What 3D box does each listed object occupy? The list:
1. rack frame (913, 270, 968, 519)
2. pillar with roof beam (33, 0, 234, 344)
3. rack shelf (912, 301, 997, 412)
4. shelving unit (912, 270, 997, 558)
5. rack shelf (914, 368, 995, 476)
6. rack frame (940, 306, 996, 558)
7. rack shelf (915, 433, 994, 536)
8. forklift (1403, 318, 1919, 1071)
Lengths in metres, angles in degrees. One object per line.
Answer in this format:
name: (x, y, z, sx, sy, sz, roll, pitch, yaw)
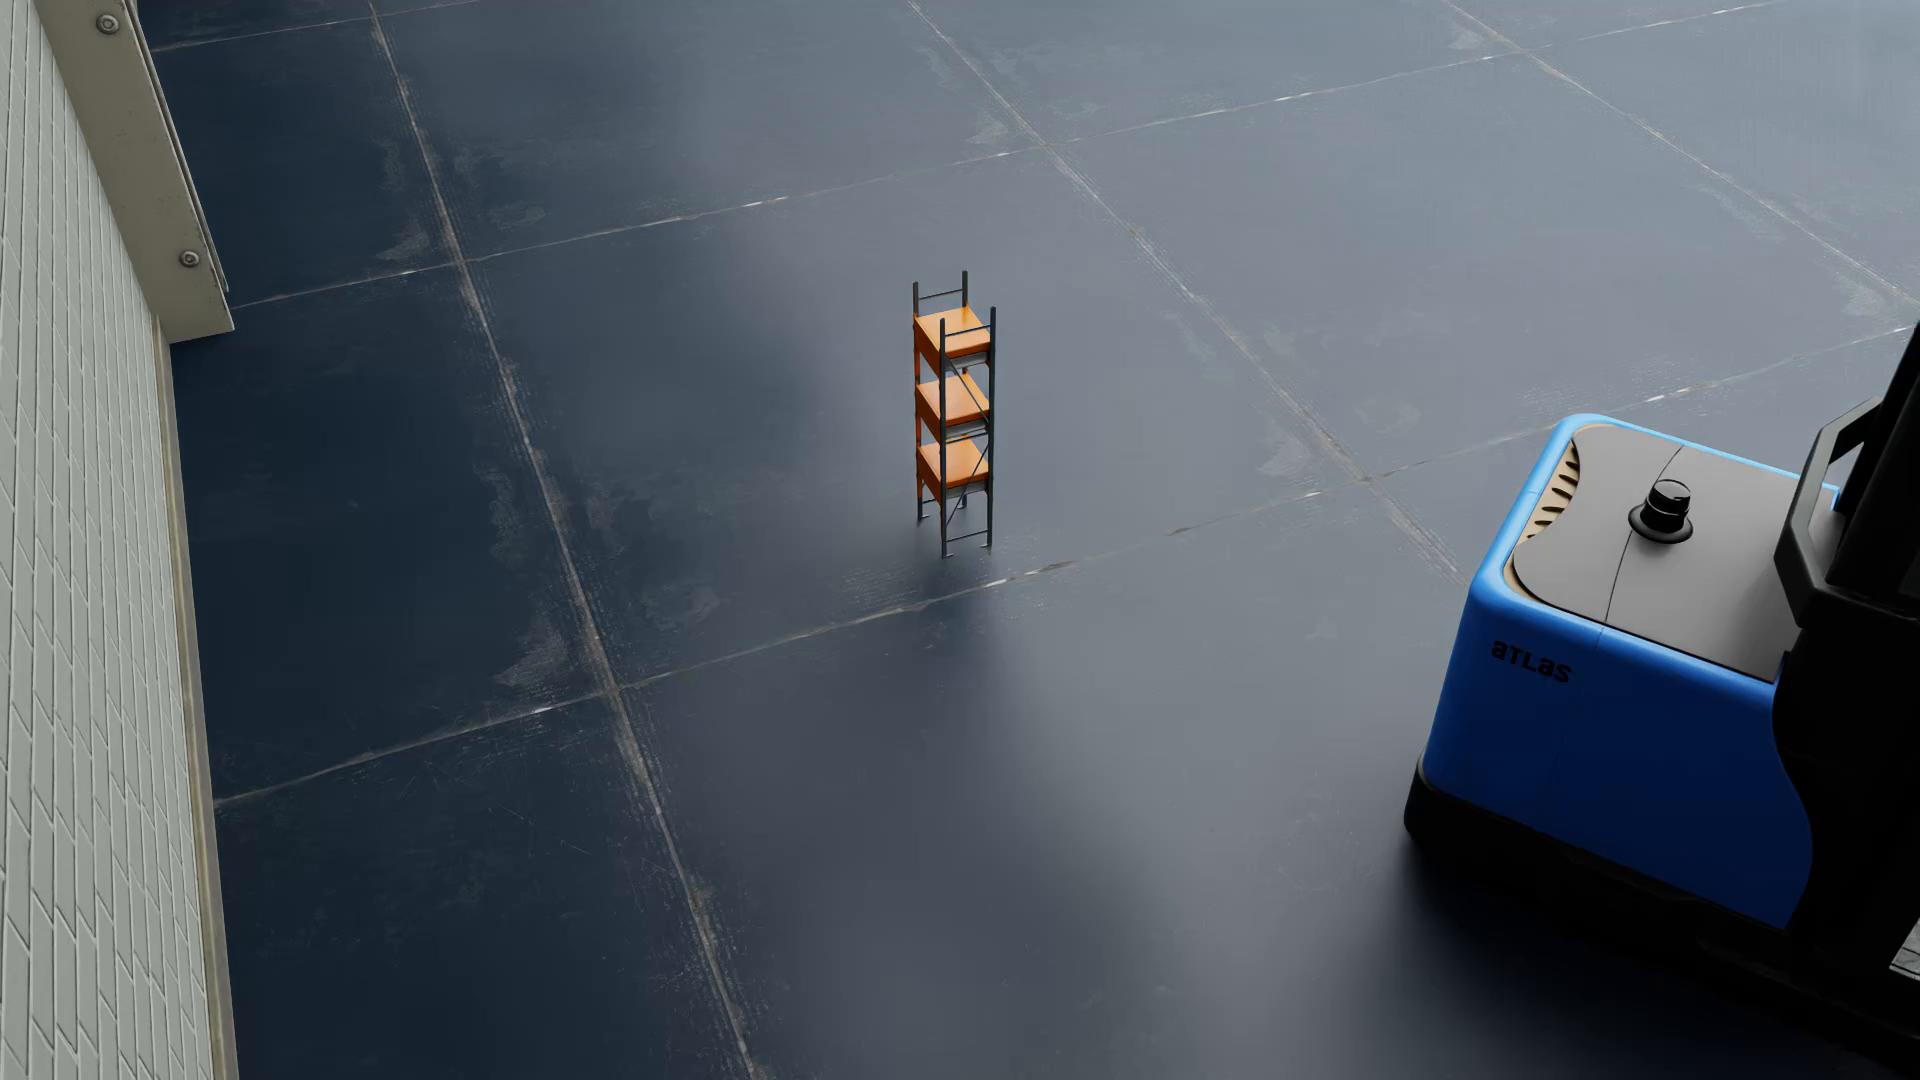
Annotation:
rack frame: (-0.067, -0.504, 6.031, 0.200, 1.050, 0.008, -15, 43, -17)
pillar with roof beam: (0.563, -5.490, 5.732, 9.100, 9.000, 0.400, -15, 43, -17)
rack shelf: (-0.020, -0.637, 5.767, 0.215, 0.259, 0.240, -15, 43, -17)
shelving unit: (-0.020, -0.430, 5.945, 0.215, 1.050, 0.252, -15, 43, -17)
rack shelf: (-0.020, -0.422, 5.952, 0.215, 0.259, 0.240, -15, 43, -17)
rack frame: (0.026, -0.357, 5.860, 0.200, 1.050, 0.008, -15, 43, -17)
rack shelf: (-0.020, -0.212, 6.133, 0.215, 0.259, 0.240, -15, 43, -17)
forklift: (2.897, 0.056, 3.937, 3.031, 2.935, 1.130, 21, 45, 23)
